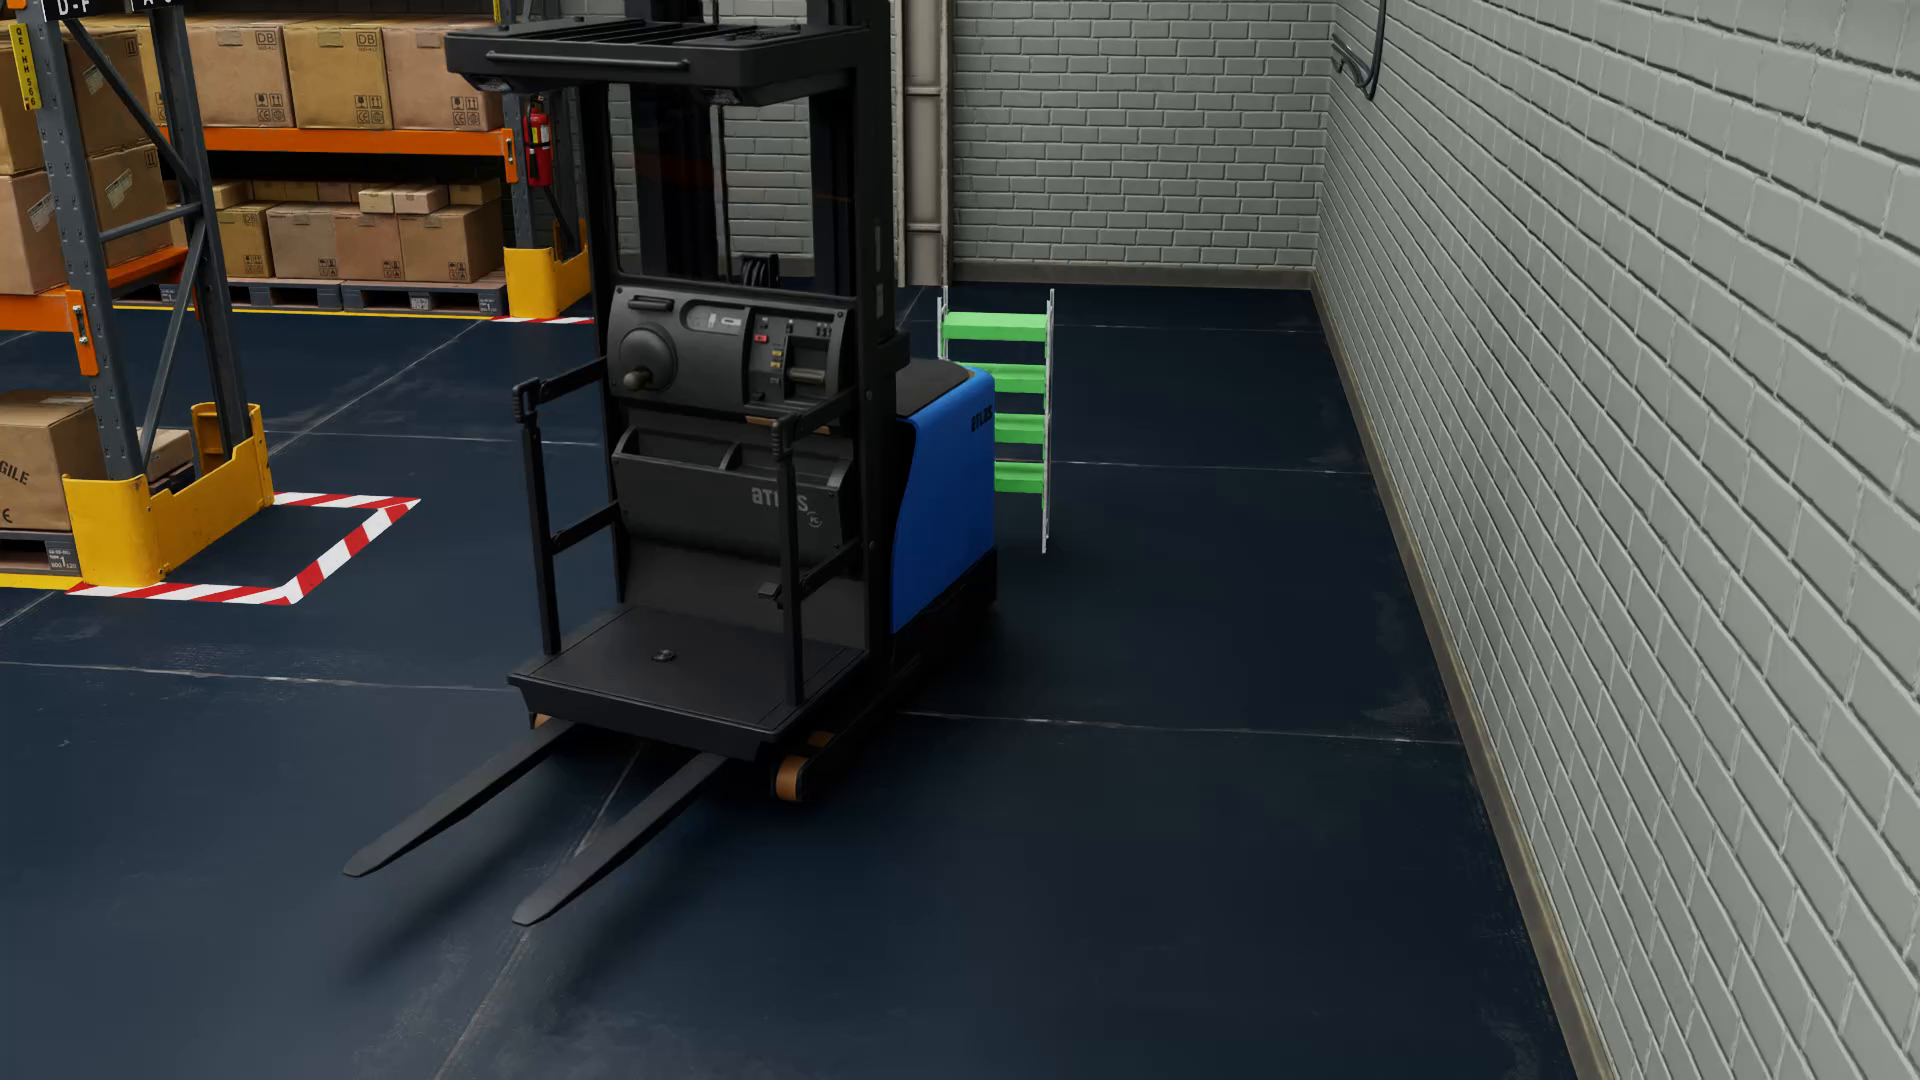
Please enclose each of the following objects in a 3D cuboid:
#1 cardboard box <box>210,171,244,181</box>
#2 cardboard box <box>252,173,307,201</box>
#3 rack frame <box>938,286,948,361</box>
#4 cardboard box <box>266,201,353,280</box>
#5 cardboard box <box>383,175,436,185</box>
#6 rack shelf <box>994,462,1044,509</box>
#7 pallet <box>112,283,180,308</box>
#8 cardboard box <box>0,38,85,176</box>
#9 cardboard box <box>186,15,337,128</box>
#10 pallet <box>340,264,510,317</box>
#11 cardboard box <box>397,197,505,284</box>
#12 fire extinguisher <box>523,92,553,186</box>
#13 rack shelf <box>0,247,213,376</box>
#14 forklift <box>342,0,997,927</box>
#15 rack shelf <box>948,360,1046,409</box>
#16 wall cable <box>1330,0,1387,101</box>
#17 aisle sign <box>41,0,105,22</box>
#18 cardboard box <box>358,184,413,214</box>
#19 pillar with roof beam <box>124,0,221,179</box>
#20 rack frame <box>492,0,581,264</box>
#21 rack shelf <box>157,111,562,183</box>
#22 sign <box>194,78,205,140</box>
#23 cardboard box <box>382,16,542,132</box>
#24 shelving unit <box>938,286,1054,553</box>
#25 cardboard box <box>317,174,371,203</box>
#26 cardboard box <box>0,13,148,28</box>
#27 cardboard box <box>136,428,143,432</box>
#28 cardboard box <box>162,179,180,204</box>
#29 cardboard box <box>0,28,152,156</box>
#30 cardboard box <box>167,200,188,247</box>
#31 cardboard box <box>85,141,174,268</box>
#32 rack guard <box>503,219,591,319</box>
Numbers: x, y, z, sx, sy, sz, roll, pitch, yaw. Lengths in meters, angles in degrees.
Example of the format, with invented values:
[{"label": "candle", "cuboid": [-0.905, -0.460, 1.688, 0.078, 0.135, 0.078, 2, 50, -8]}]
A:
[{"label": "cardboard box", "cuboid": [-5.628, -2.689, 12.607, 0.250, 0.149, 0.380, 2, 22, 5]}, {"label": "cardboard box", "cuboid": [-5.120, -2.667, 12.551, 0.250, 0.149, 0.380, 2, 22, 5]}, {"label": "rack frame", "cuboid": [-0.078, -0.561, 7.728, 0.015, 1.200, 0.240, 2, 22, 6]}, {"label": "cardboard box", "cuboid": [-4.754, -2.275, 12.443, 0.500, 0.500, 0.700, 2, 22, 5]}, {"label": "cardboard box", "cuboid": [-4.113, -2.623, 12.441, 0.250, 0.149, 0.380, 3, 22, 6]}, {"label": "rack shelf", "cuboid": [0.164, -0.268, 7.813, 0.480, 0.148, 0.258, 2, 22, 6]}, {"label": "pallet", "cuboid": [-6.277, -2.020, 12.763, 1.213, 0.211, 1.003, 2, 22, 6]}, {"label": "cardboard box", "cuboid": [-4.104, -1.827, 6.985, 0.500, 0.500, 0.500, 2, 22, 6]}, {"label": "cardboard box", "cuboid": [-5.038, -3.427, 12.120, 0.700, 0.700, 0.980, 1, 22, 4]}, {"label": "pallet", "cuboid": [-3.854, -1.915, 12.496, 1.213, 0.211, 1.003, 2, 22, 6]}, {"label": "cardboard box", "cuboid": [-3.757, -2.232, 12.334, 0.500, 0.500, 0.700, 2, 22, 6]}, {"label": "fire extinguisher", "cuboid": [-2.955, -2.821, 11.608, 0.183, 0.674, 0.296, 2, 22, 6]}, {"label": "rack shelf", "cuboid": [-5.616, -1.149, 7.744, 4.000, 0.370, 1.077, 2, 22, 6]}, {"label": "forklift", "cuboid": [-0.898, -0.643, 5.578, 1.130, 2.935, 3.031, 9, 23, 22]}, {"label": "rack shelf", "cuboid": [0.164, -0.715, 7.636, 0.480, 0.148, 0.258, 2, 22, 6]}, {"label": "wall cable", "cuboid": [2.524, -4.176, 10.487, 0.112, 2.526, 3.097, 2, 22, 6]}, {"label": "aisle sign", "cuboid": [-3.598, -2.491, 6.624, 0.004, 0.787, 0.394, 2, 22, 6]}, {"label": "cardboard box", "cuboid": [-4.160, -2.483, 12.088, 0.250, 0.149, 0.380, 3, 22, 8]}, {"label": "pillar with roof beam", "cuboid": [-6.732, -4.882, 8.049, 0.400, 9.000, 9.100, 2, 22, 6]}, {"label": "rack frame", "cuboid": [-3.051, -3.205, 11.968, 0.127, 3.000, 1.000, 2, 22, 6]}, {"label": "rack shelf", "cuboid": [-5.037, -2.957, 12.319, 4.000, 0.370, 1.077, 2, 22, 6]}, {"label": "sign", "cuboid": [-3.566, -1.997, 7.734, 0.005, 0.325, 0.100, 2, 22, 6]}, {"label": "cardboard box", "cuboid": [-3.558, -3.363, 11.959, 0.700, 0.700, 0.980, 3, 22, 9]}, {"label": "shelving unit", "cuboid": [0.164, -0.551, 7.701, 0.503, 1.200, 0.258, 2, 22, 6]}, {"label": "cardboard box", "cuboid": [-4.614, -2.645, 12.496, 0.250, 0.149, 0.380, 3, 22, 7]}, {"label": "cardboard box", "cuboid": [-6.486, -3.488, 12.276, 0.700, 0.700, 0.980, 3, 22, 7]}, {"label": "cardboard box", "cuboid": [-4.253, -0.438, 8.223, 0.250, 0.166, 0.380, 2, 22, 6]}, {"label": "cardboard box", "cuboid": [-5.974, -2.562, 12.286, 0.250, 0.149, 0.380, 3, 22, 8]}, {"label": "cardboard box", "cuboid": [-4.039, -2.024, 7.482, 0.500, 0.500, 0.500, 3, 22, 8]}, {"label": "cardboard box", "cuboid": [-5.794, -2.319, 12.553, 0.500, 0.500, 0.700, 2, 22, 6]}, {"label": "cardboard box", "cuboid": [-4.039, -1.559, 7.666, 0.500, 0.500, 0.500, 3, 22, 7]}, {"label": "rack guard", "cuboid": [-3.027, -2.042, 12.425, 0.348, 0.500, 1.175, 2, 22, 6]}]
